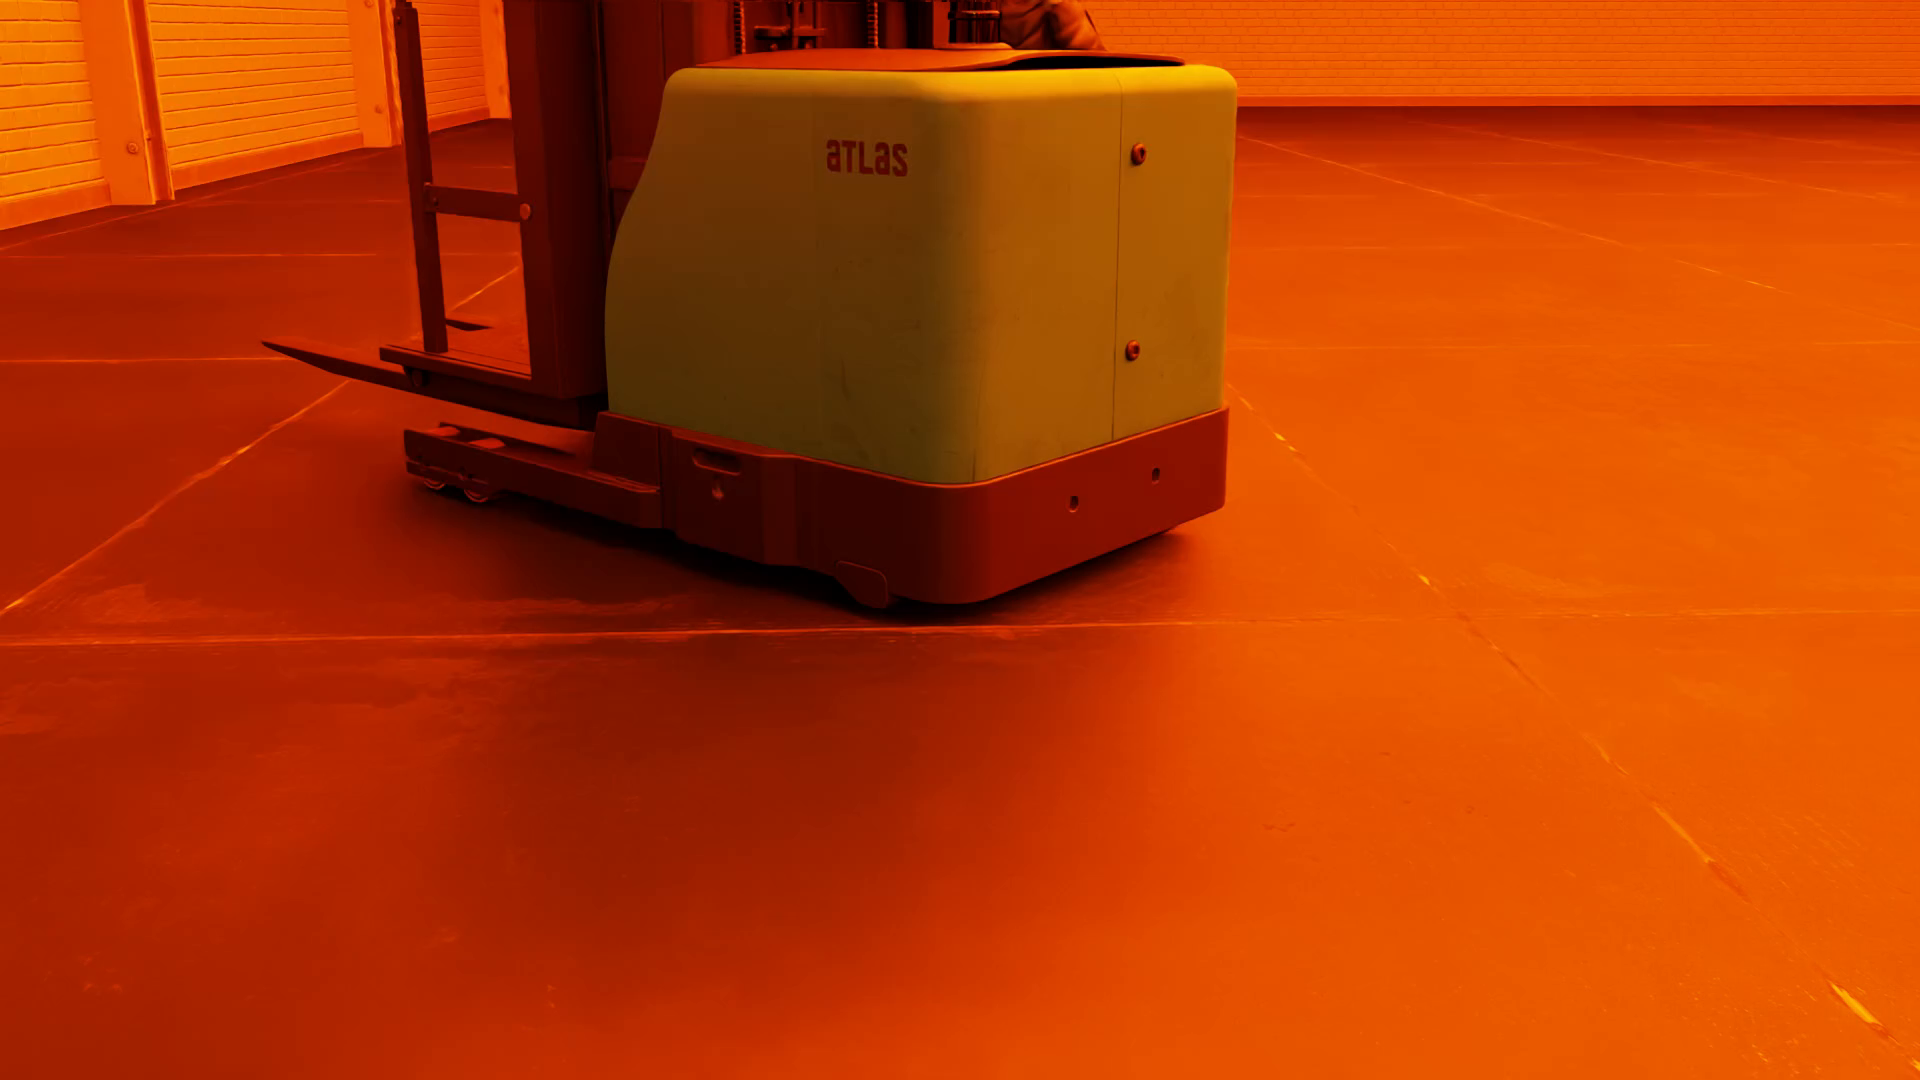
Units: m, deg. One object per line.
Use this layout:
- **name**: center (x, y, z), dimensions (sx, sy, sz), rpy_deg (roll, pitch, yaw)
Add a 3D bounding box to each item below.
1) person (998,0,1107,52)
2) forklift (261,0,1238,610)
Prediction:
- **person**: center (0.257, -1.062, 4.780), dimensions (0.696, 1.523, 0.820), rpy_deg (7, 18, 21)
- **forklift**: center (-0.818, -1.598, 4.131), dimensions (3.031, 2.935, 1.130), rpy_deg (14, 22, 38)
